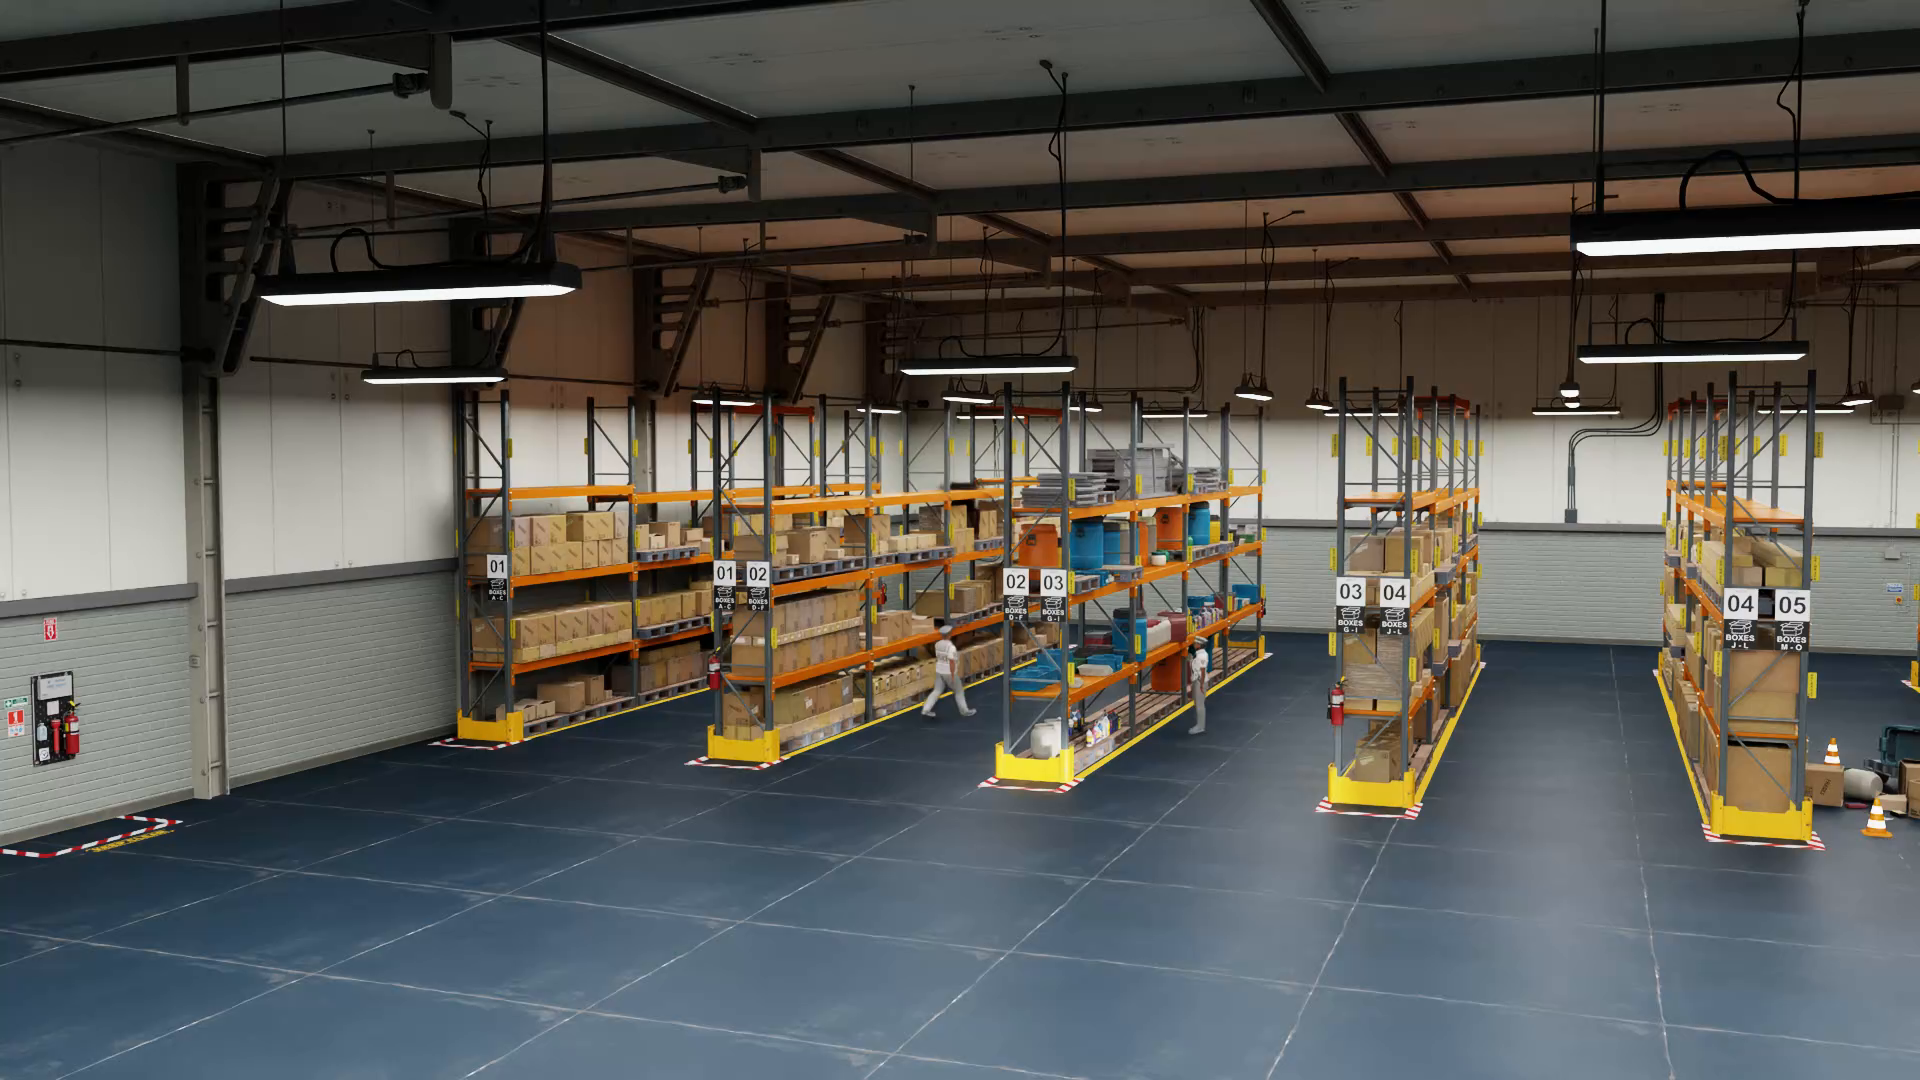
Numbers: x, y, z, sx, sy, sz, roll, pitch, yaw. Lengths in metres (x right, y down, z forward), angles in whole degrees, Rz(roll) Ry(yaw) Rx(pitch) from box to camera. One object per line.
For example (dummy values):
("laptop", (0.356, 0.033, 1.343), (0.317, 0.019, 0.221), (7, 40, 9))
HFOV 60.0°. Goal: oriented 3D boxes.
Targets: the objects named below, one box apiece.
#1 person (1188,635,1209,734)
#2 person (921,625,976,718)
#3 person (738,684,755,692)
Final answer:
("person", (4.202, 2.540, 29.397), (0.410, 1.696, 0.561), (0, 3, -4))
("person", (-0.188, 2.439, 30.782), (1.061, 1.732, 0.567), (-2, 4, -34))
("person", (-3.808, 2.469, 30.318), (0.411, 1.830, 0.668), (2, 4, 27))
